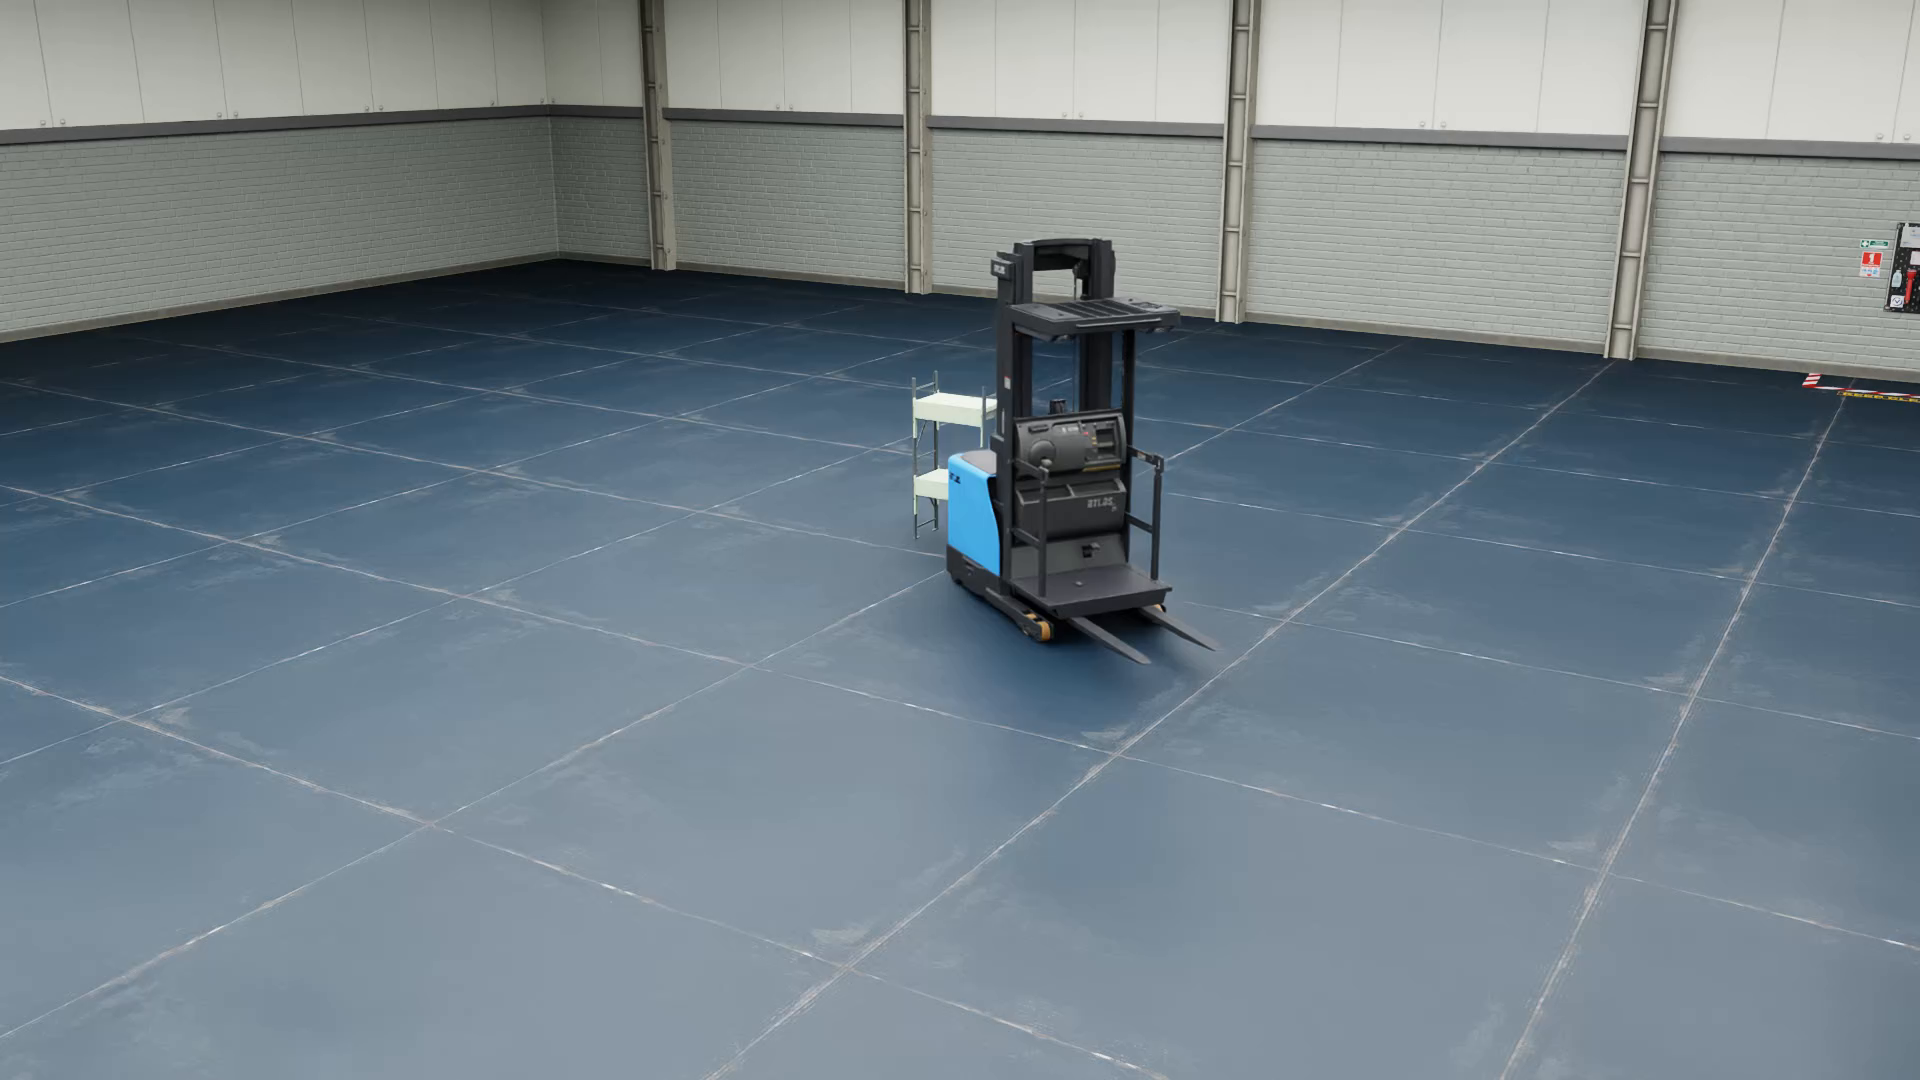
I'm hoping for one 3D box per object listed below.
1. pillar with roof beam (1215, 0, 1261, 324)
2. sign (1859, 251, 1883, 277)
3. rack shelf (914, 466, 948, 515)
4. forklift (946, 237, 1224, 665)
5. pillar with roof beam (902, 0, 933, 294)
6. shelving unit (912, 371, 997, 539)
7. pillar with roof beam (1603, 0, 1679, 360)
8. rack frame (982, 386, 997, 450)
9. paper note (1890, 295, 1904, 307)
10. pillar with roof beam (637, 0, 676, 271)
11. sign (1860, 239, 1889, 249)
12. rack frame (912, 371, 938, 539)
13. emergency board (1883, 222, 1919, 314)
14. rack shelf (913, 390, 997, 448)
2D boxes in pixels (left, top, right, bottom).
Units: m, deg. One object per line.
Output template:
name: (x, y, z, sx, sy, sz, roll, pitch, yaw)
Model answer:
pillar with roof beam: (2.120, -6.778, 22.080, 0.400, 9.000, 9.100, 10, 20, 30)
sign: (12.095, -3.660, 22.078, 0.234, 0.329, 0.001, 10, 20, 30)
rack shelf: (-0.006, -0.407, 15.130, 0.720, 0.370, 0.431, 10, 20, 30)
forklift: (0.958, -0.761, 12.713, 1.130, 2.935, 3.031, -8, 18, -24)
pillar with roof beam: (-2.993, -7.690, 25.085, 0.400, 9.000, 9.100, 10, 20, 30)
shelving unit: (-0.006, -0.719, 15.035, 0.755, 1.500, 0.431, 10, 20, 30)
pillar with roof beam: (7.233, -5.865, 19.076, 0.400, 9.000, 9.100, 10, 20, 30)
rack frame: (0.306, -0.663, 14.852, 0.023, 1.500, 0.400, 10, 20, 30)
paper note: (12.398, -3.156, 21.995, 0.142, 0.148, 0.016, 10, 20, 30)
pillar with roof beam: (-8.106, -8.603, 28.089, 0.400, 9.000, 9.100, 10, 20, 30)
sign: (12.095, -3.911, 21.991, 0.331, 0.109, 0.001, 10, 20, 30)
rack frame: (-0.318, -0.774, 15.219, 0.023, 1.500, 0.400, 10, 20, 30)
emergency board: (12.513, -3.534, 21.722, 0.643, 1.169, 0.194, 10, 20, 30)
rack shelf: (-0.006, -1.092, 14.922, 0.720, 0.370, 0.431, 10, 20, 30)
